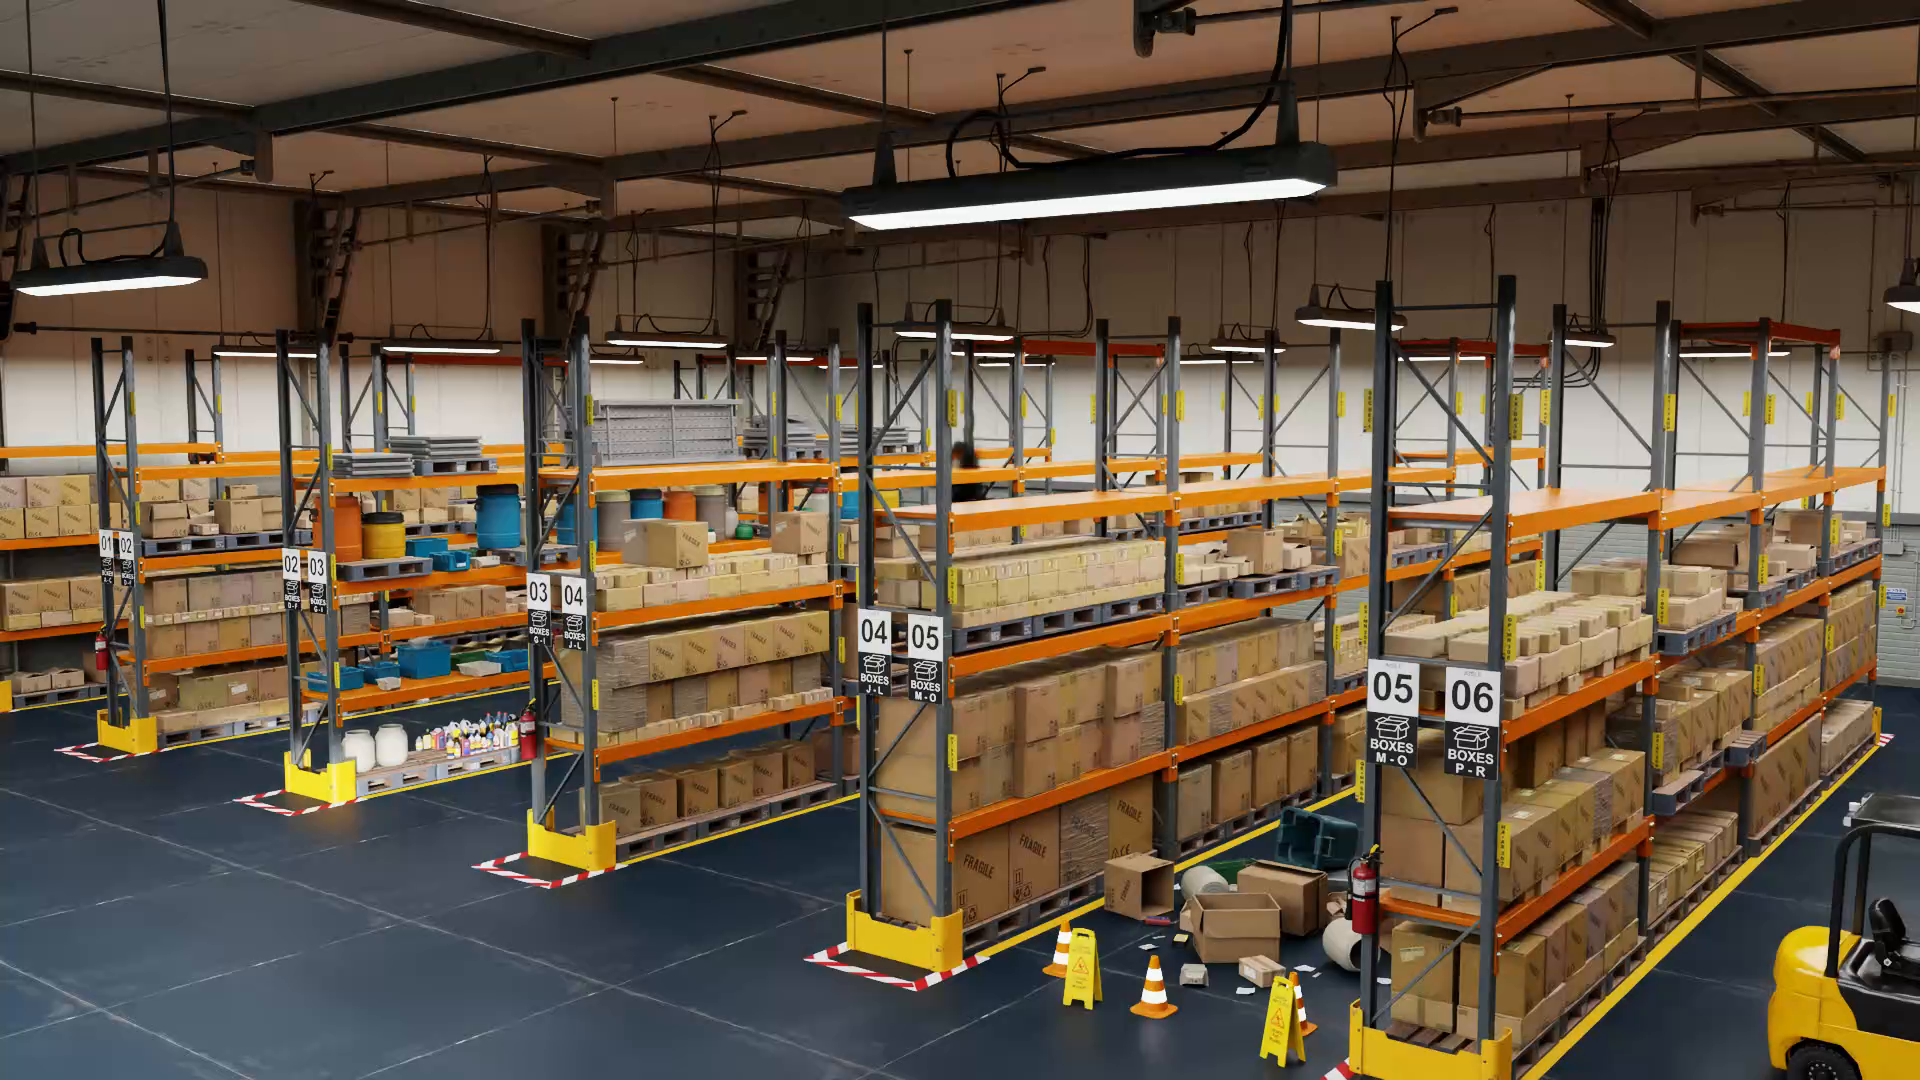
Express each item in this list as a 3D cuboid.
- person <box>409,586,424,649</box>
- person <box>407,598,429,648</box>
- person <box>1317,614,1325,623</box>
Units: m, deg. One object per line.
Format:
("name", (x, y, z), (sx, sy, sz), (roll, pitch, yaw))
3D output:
("person", (-9.811, 1.673, 30.144), (0.674, 1.743, 0.630), (4, 6, 39))
("person", (-1.061, 1.744, 29.612), (16.525, 1.687, 8.576), (-2, 5, -23))
("person", (5.750, 2.026, 26.365), (0.601, 1.747, 0.804), (4, 6, 37))
